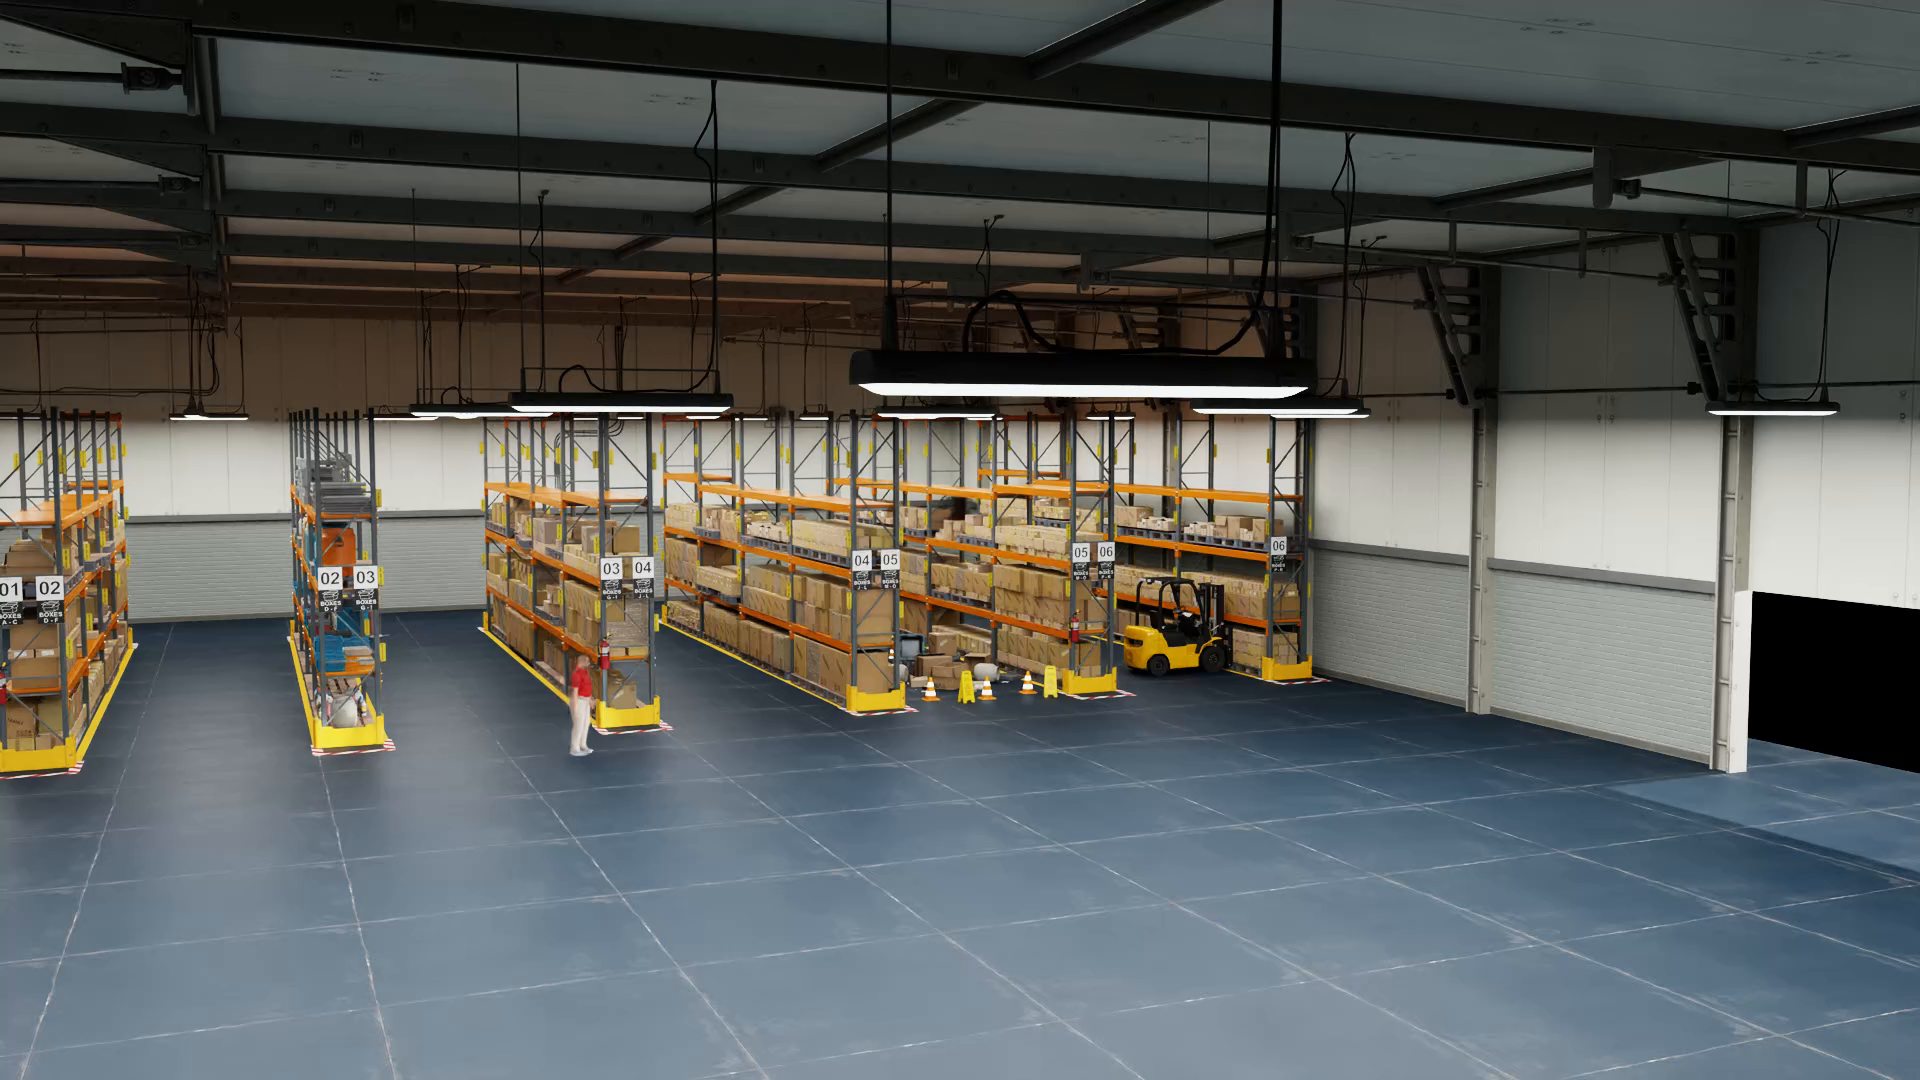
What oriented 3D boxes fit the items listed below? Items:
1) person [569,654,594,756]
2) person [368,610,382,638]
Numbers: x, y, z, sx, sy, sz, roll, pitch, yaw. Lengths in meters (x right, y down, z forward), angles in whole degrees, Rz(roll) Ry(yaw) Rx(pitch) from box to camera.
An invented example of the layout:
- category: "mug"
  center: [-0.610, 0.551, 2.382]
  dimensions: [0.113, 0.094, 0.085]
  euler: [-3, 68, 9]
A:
- category: "person"
  center: [-6.557, 2.847, 28.787]
  dimensions: [0.389, 1.747, 0.571]
  euler: [0, 4, 3]
- category: "person"
  center: [-15.701, 1.770, 44.388]
  dimensions: [0.461, 1.672, 0.454]
  euler: [-1, 4, -20]
